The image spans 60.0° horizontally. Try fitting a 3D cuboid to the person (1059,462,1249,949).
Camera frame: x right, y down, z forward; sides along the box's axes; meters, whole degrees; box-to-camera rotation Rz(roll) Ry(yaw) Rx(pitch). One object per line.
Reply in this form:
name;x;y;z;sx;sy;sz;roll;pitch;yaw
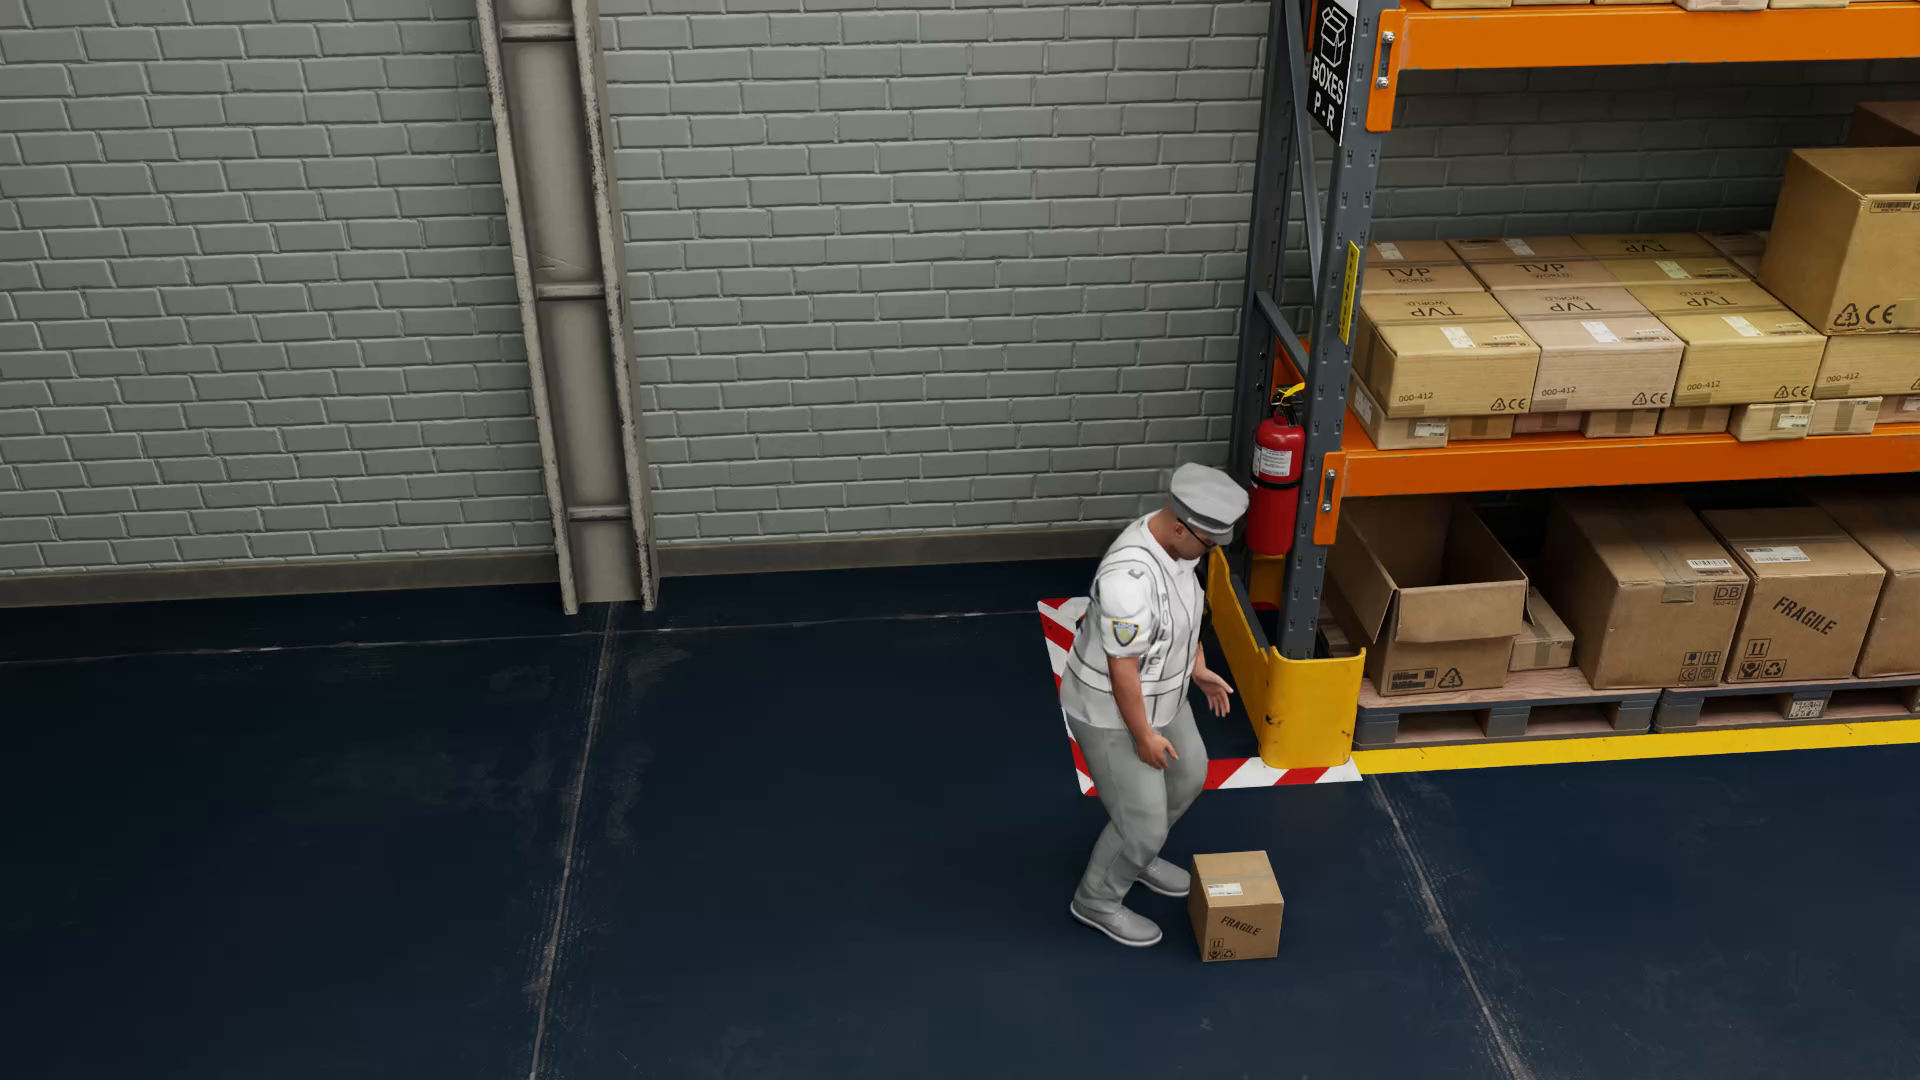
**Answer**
person;0.607;0.513;5.342;0.517;1.690;0.561;16;35;25
